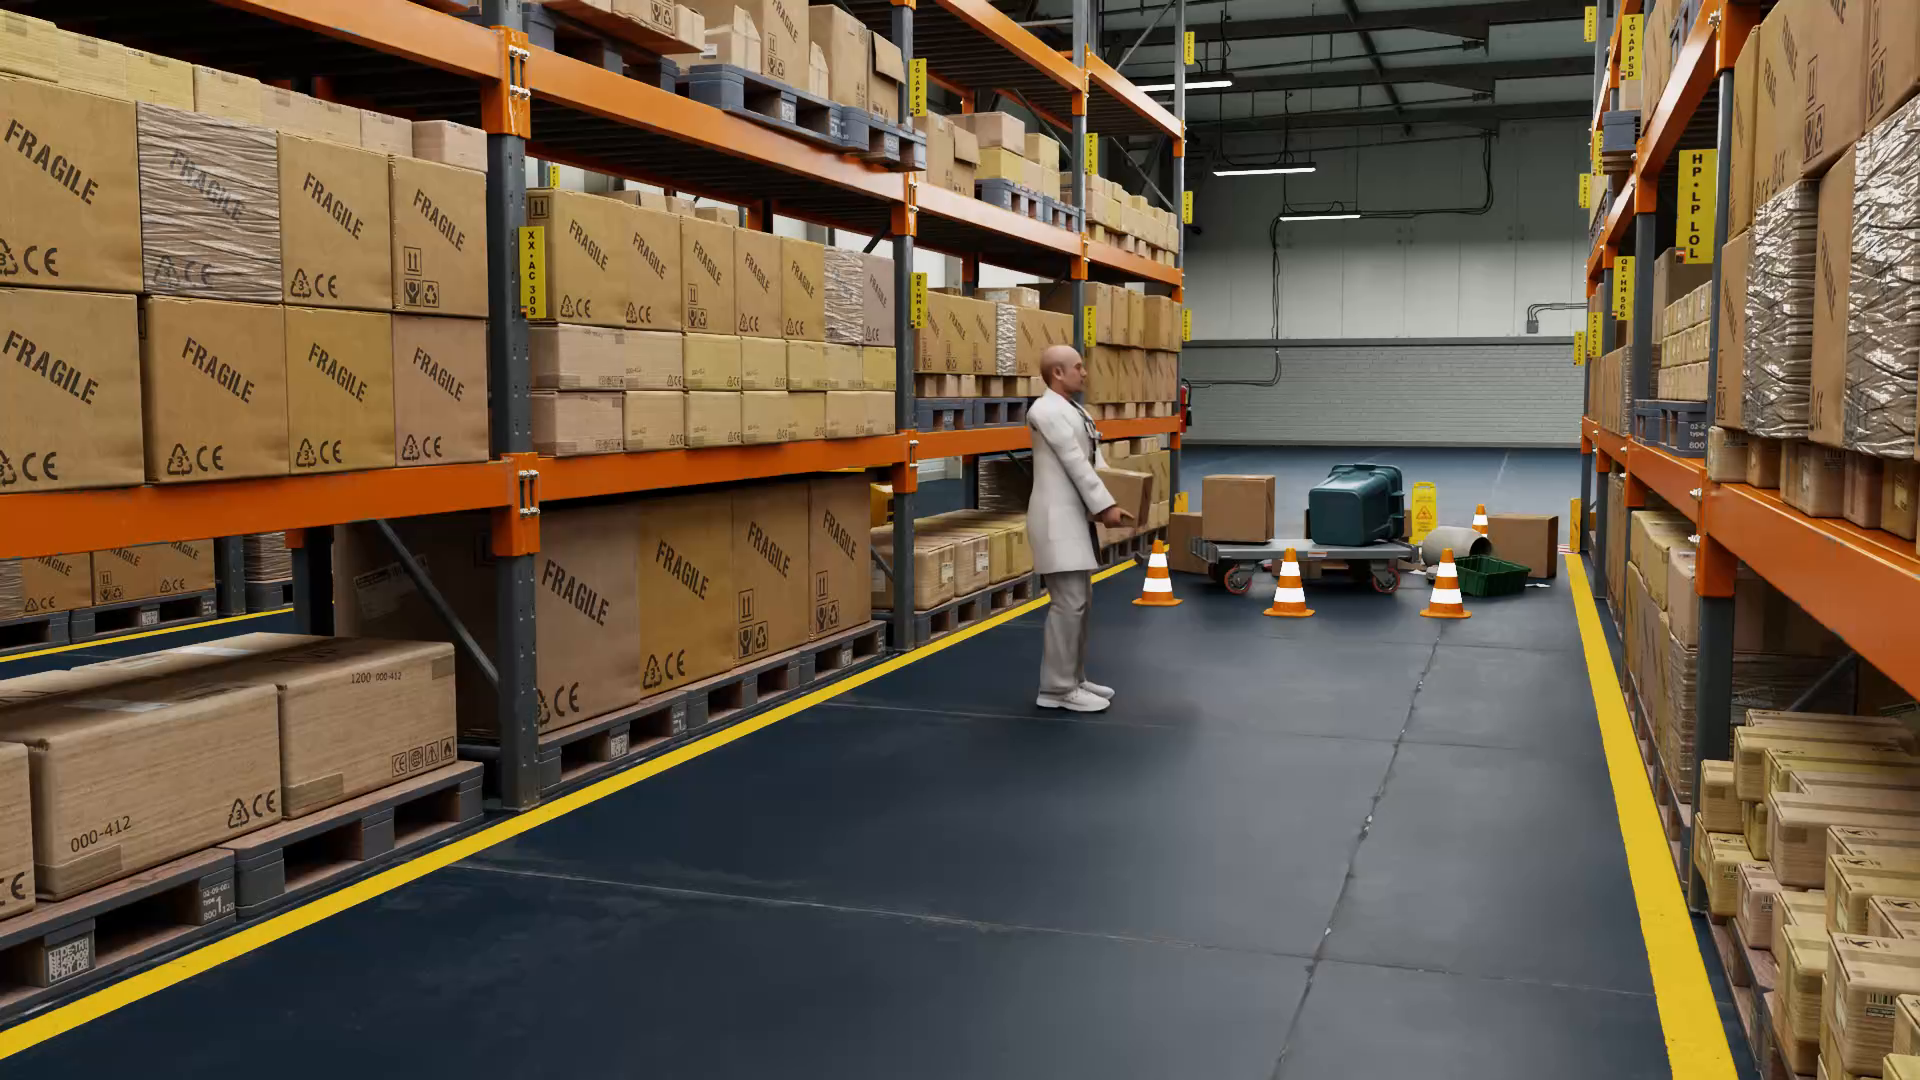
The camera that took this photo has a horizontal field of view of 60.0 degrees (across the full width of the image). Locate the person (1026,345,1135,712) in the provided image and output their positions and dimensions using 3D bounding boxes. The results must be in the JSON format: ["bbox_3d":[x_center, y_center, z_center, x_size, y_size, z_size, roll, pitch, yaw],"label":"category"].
[{"bbox_3d":[0.616,-0.065,8.175,0.556,1.780,0.522,2,5,18],"label":"person"}]
